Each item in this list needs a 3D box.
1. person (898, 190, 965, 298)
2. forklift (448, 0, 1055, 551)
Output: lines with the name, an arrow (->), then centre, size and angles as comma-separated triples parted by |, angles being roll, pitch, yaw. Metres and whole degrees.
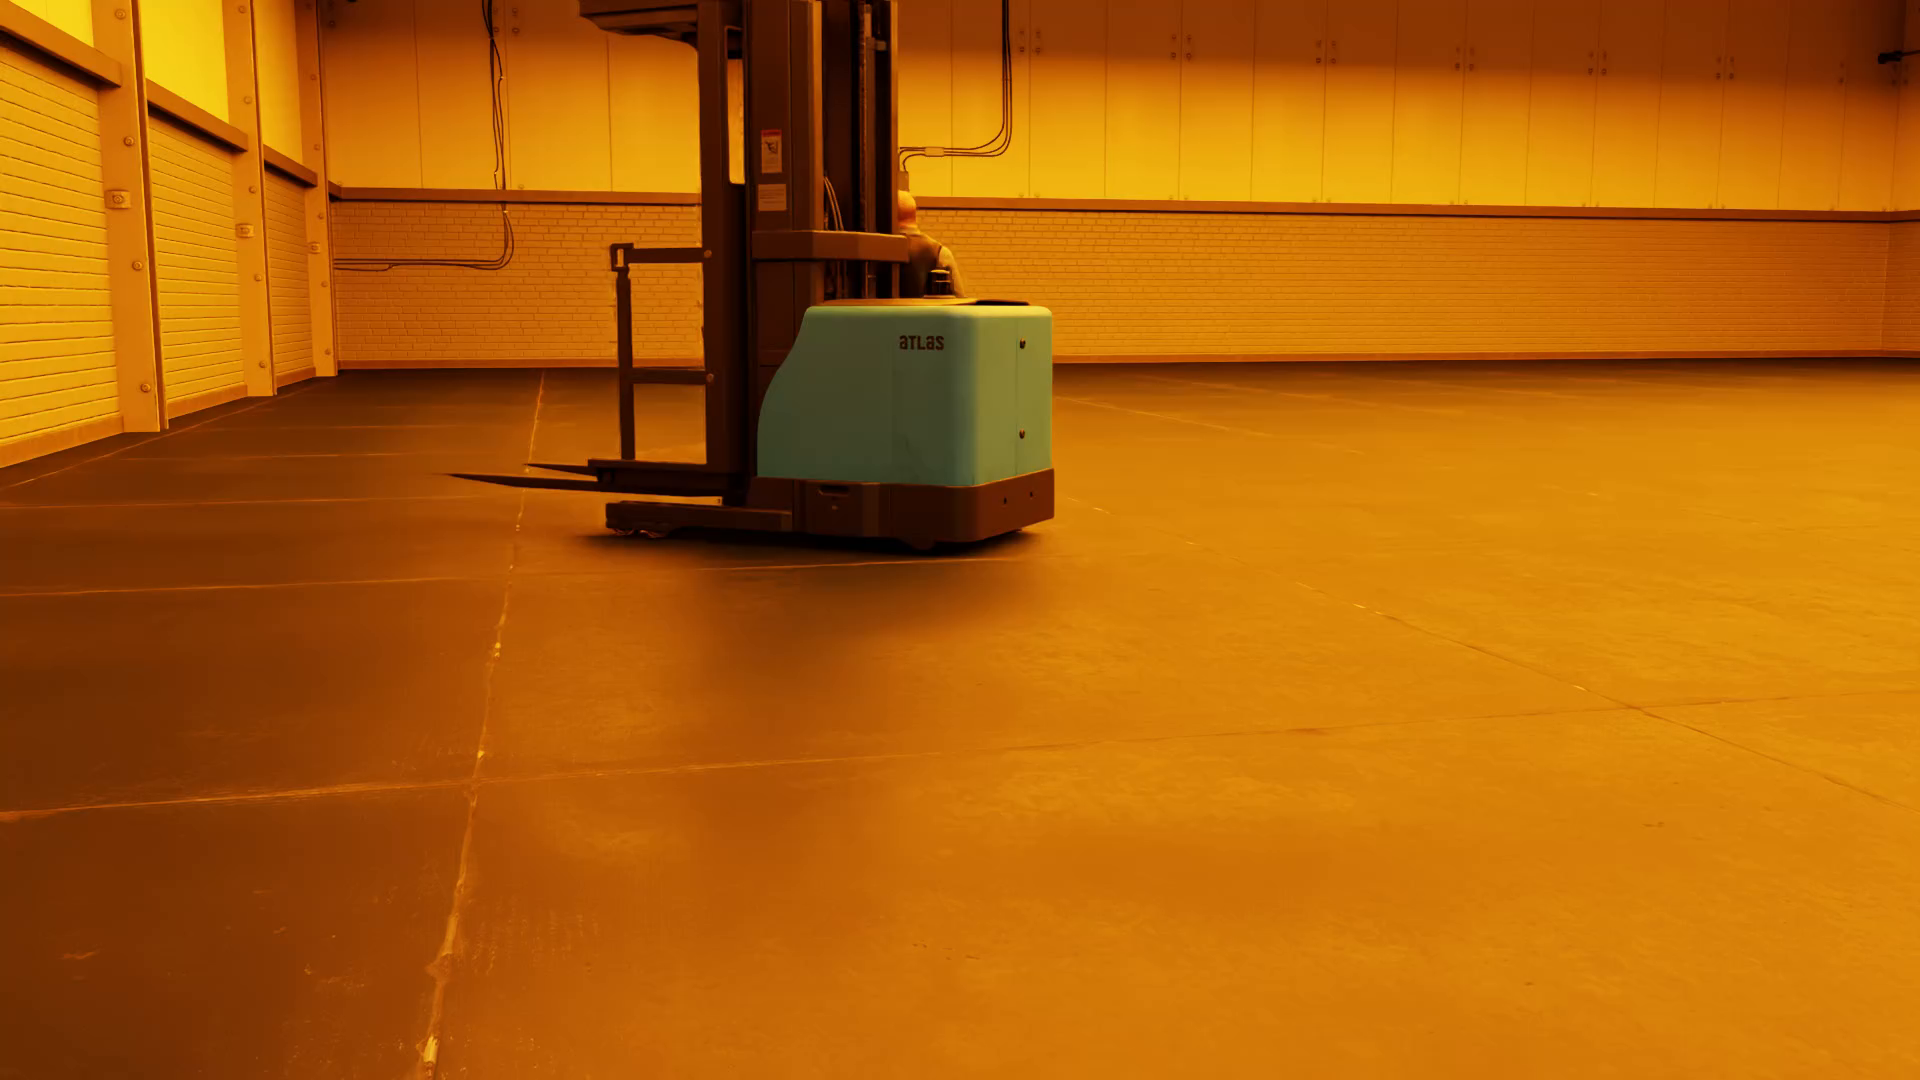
person -> -0.235, -0.969, 8.637 | 0.680, 1.653, 0.939 | 0, 8, -1
forklift -> -1.108, -1.519, 7.989 | 3.031, 2.935, 1.130 | 4, 9, 25
